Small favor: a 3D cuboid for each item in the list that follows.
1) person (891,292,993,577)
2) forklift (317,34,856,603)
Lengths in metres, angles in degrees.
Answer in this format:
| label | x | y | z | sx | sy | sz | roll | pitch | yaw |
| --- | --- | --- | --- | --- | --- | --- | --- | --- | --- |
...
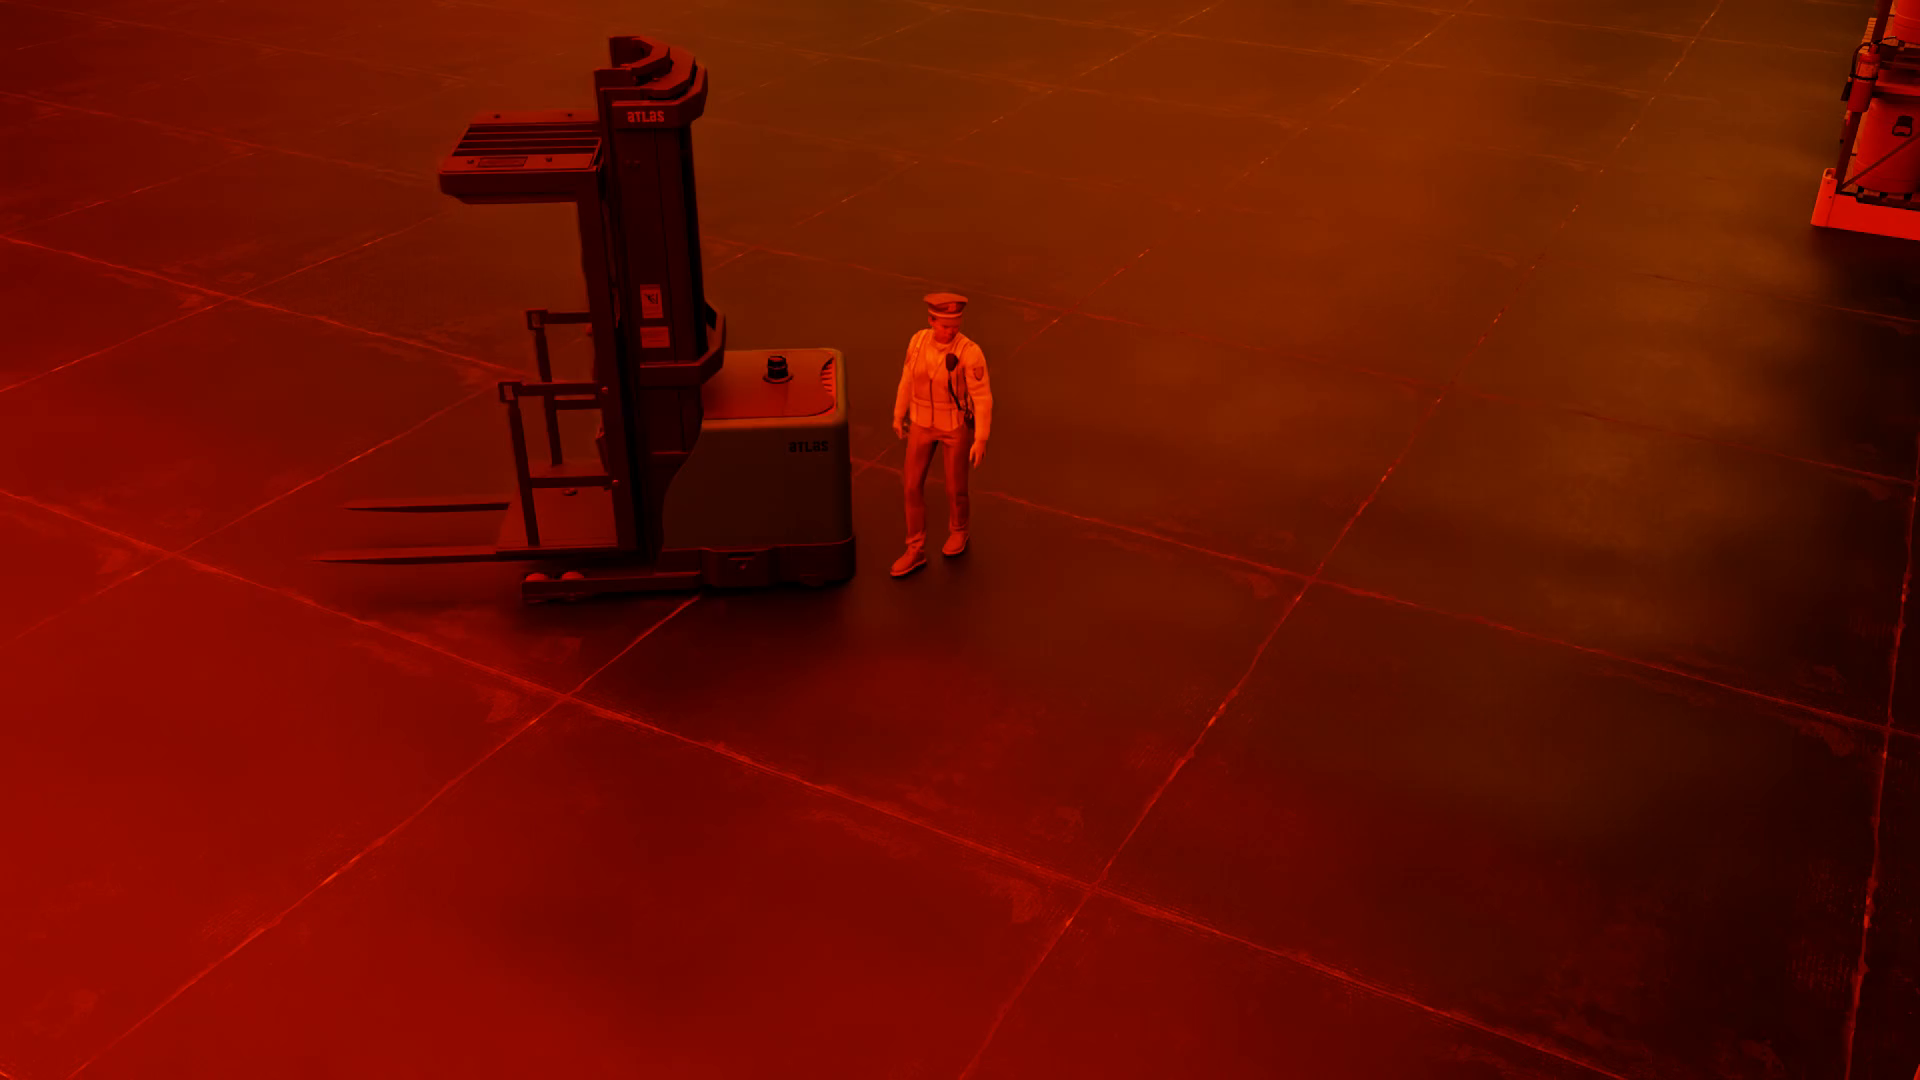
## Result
| label | x | y | z | sx | sy | sz | roll | pitch | yaw |
| --- | --- | --- | --- | --- | --- | --- | --- | --- | --- |
| person | -0.129 | -0.593 | 9.393 | 0.652 | 1.644 | 0.662 | 11 | 32 | 18 |
| forklift | -2.140 | -1.189 | 9.131 | 3.031 | 2.935 | 1.130 | -2 | 30 | -4 |
